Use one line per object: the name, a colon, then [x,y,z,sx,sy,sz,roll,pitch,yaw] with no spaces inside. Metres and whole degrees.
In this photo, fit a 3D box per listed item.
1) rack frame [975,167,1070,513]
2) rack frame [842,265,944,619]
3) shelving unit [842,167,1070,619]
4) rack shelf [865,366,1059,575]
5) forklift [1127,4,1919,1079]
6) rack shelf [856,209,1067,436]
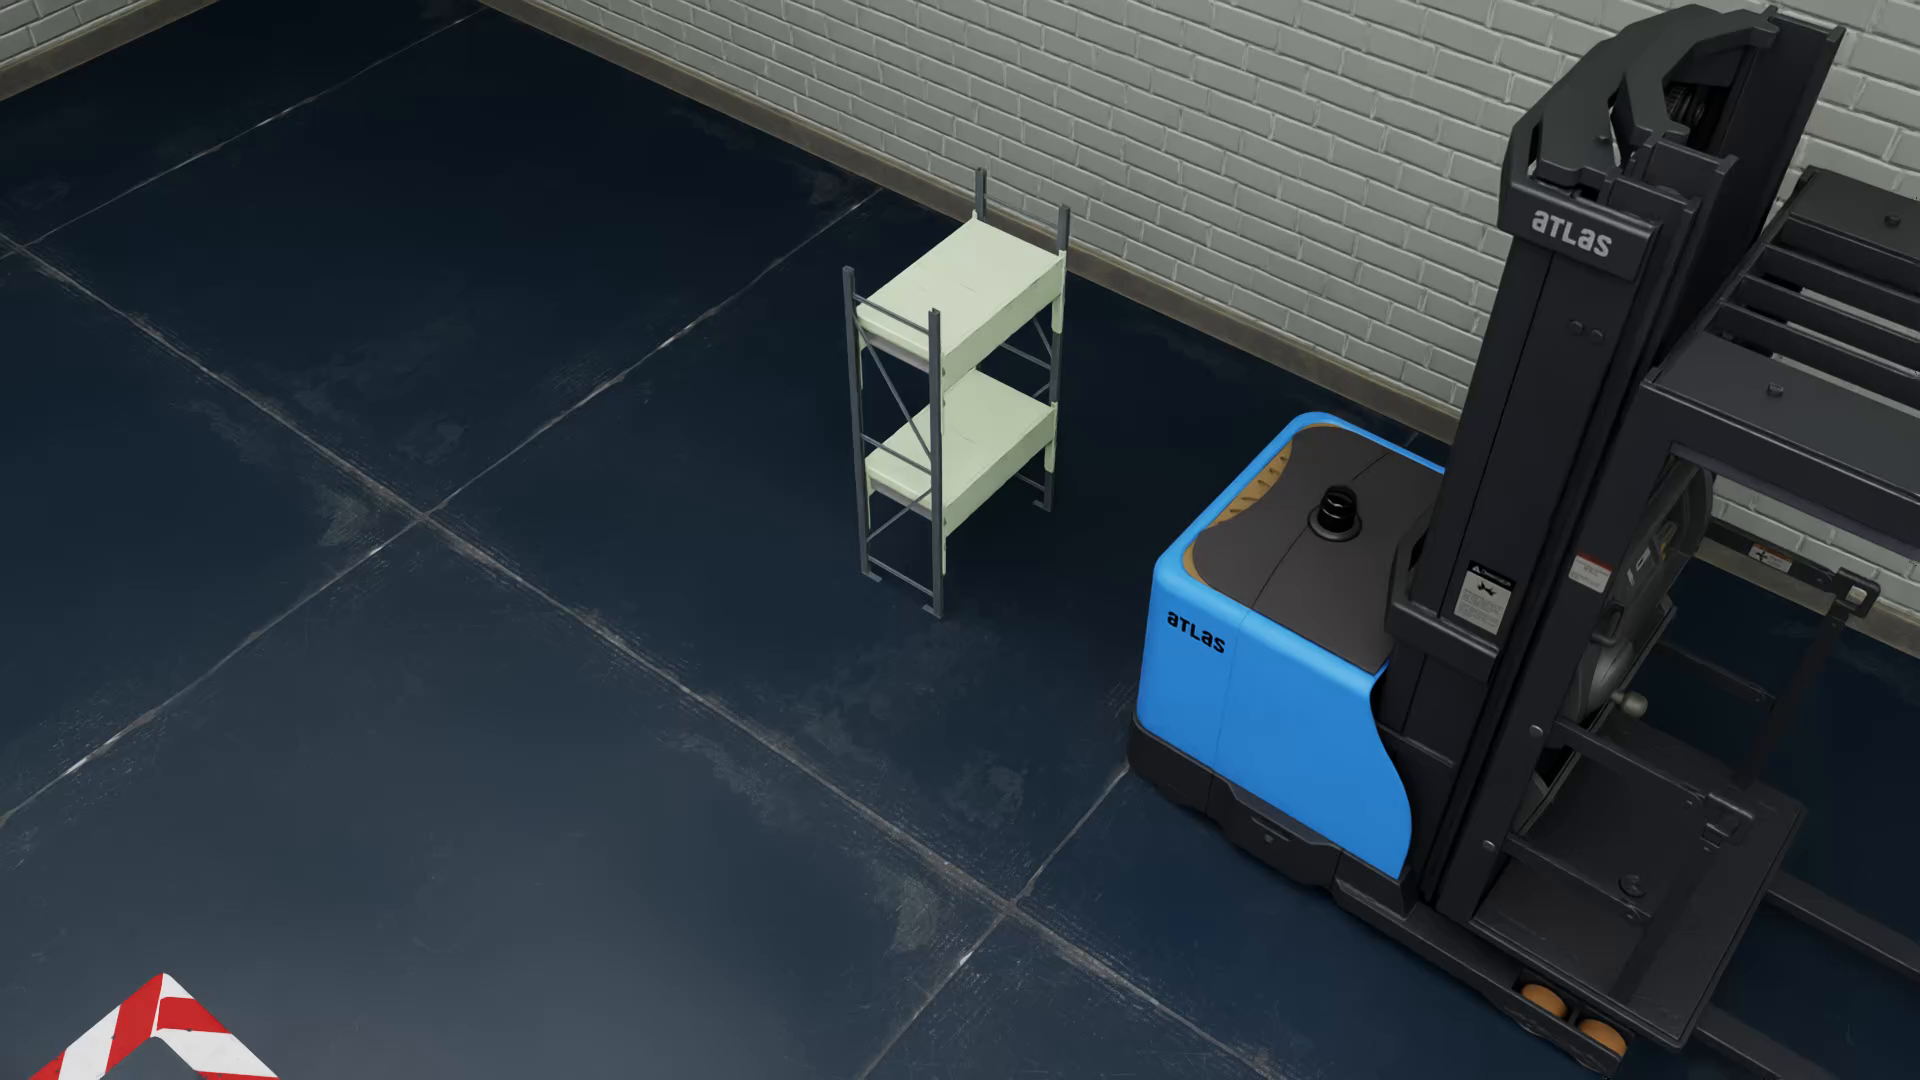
rack frame: [0.220,-0.724,6.404,0.400,1.500,0.023,29,53,25]
rack frame: [-0.228,-0.305,6.004,0.400,1.500,0.023,29,53,25]
shelving unit: [-0.004,-0.514,6.204,0.431,1.500,0.755,29,53,25]
rack shelf: [-0.004,-0.289,6.440,0.431,0.370,0.720,29,53,25]
forklift: [2.063,0.198,4.534,3.031,2.935,1.130,30,53,25]
rack shelf: [-0.004,-0.784,5.922,0.431,0.370,0.720,29,53,25]
